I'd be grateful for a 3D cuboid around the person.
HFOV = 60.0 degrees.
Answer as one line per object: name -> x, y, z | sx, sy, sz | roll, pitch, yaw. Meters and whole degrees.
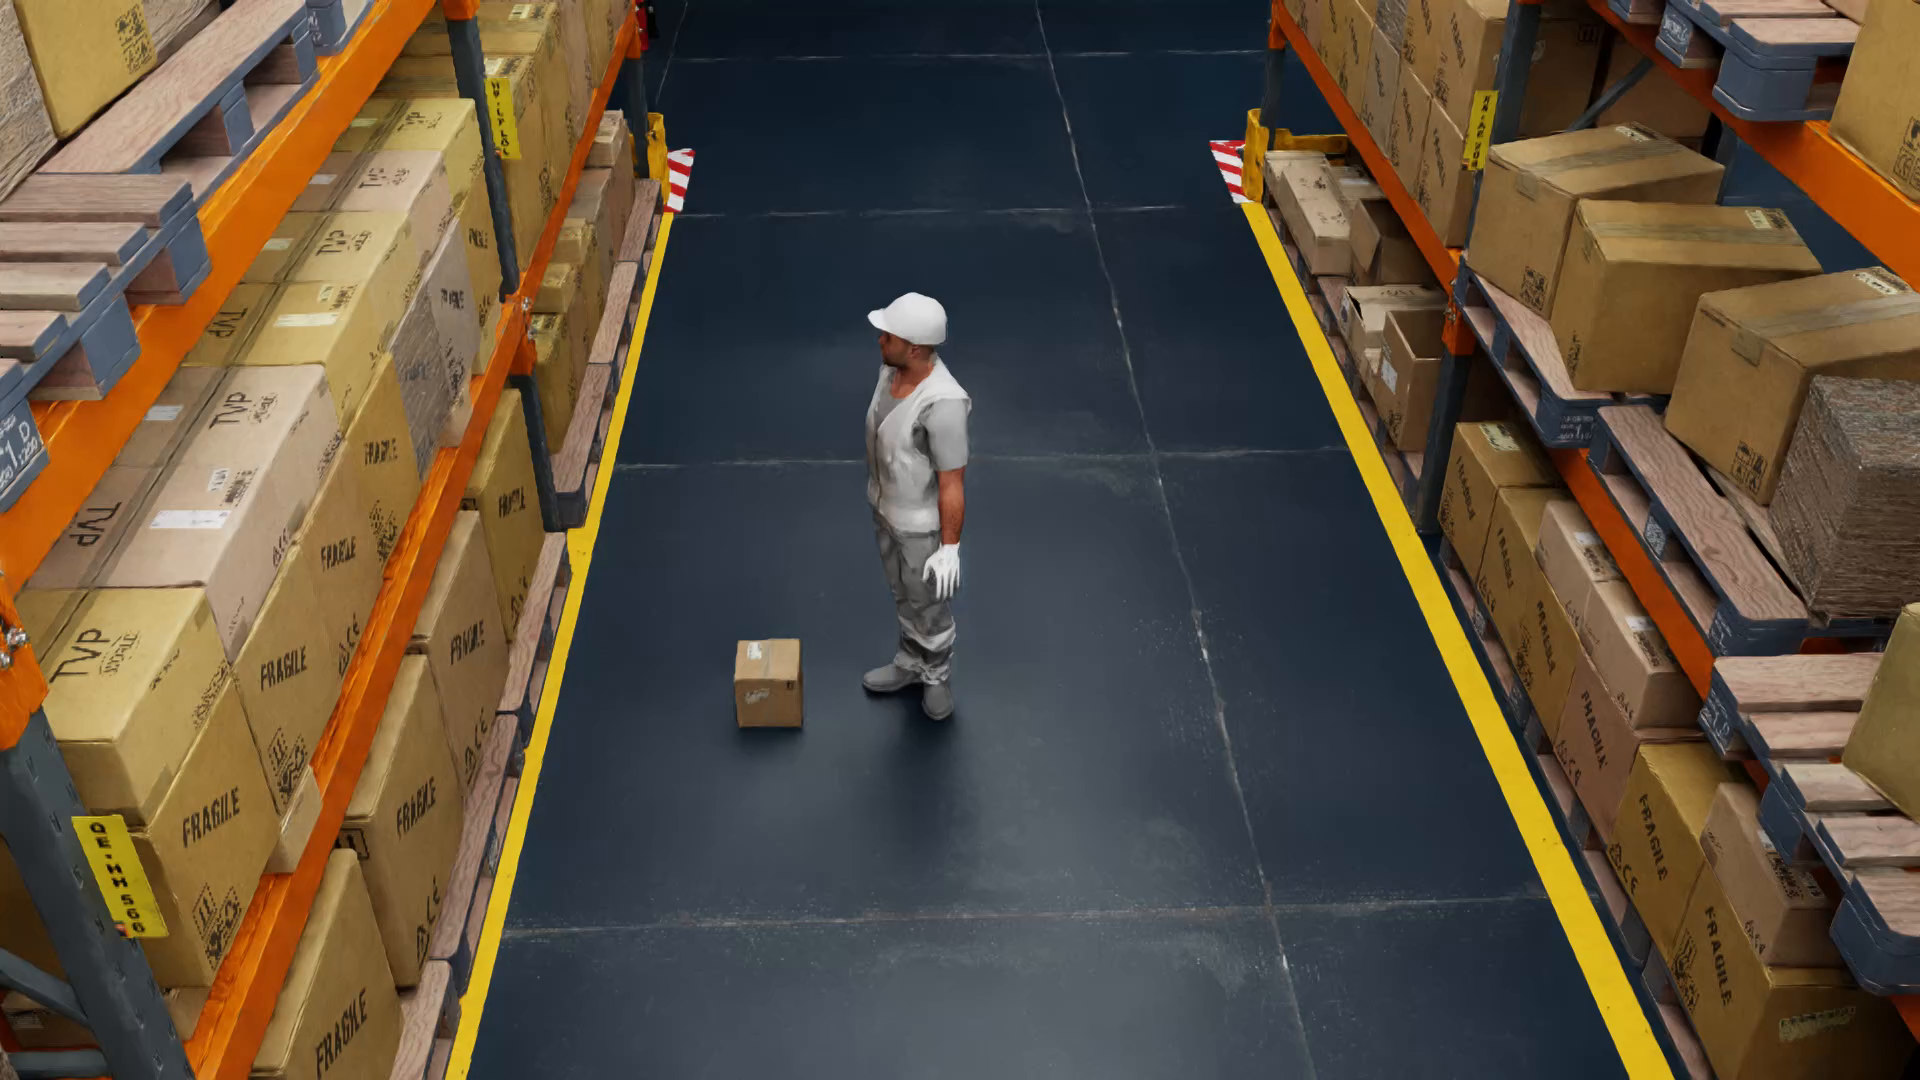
person -> -0.159, -0.084, 6.209 | 0.335, 1.793, 0.711 | -18, 39, -24
